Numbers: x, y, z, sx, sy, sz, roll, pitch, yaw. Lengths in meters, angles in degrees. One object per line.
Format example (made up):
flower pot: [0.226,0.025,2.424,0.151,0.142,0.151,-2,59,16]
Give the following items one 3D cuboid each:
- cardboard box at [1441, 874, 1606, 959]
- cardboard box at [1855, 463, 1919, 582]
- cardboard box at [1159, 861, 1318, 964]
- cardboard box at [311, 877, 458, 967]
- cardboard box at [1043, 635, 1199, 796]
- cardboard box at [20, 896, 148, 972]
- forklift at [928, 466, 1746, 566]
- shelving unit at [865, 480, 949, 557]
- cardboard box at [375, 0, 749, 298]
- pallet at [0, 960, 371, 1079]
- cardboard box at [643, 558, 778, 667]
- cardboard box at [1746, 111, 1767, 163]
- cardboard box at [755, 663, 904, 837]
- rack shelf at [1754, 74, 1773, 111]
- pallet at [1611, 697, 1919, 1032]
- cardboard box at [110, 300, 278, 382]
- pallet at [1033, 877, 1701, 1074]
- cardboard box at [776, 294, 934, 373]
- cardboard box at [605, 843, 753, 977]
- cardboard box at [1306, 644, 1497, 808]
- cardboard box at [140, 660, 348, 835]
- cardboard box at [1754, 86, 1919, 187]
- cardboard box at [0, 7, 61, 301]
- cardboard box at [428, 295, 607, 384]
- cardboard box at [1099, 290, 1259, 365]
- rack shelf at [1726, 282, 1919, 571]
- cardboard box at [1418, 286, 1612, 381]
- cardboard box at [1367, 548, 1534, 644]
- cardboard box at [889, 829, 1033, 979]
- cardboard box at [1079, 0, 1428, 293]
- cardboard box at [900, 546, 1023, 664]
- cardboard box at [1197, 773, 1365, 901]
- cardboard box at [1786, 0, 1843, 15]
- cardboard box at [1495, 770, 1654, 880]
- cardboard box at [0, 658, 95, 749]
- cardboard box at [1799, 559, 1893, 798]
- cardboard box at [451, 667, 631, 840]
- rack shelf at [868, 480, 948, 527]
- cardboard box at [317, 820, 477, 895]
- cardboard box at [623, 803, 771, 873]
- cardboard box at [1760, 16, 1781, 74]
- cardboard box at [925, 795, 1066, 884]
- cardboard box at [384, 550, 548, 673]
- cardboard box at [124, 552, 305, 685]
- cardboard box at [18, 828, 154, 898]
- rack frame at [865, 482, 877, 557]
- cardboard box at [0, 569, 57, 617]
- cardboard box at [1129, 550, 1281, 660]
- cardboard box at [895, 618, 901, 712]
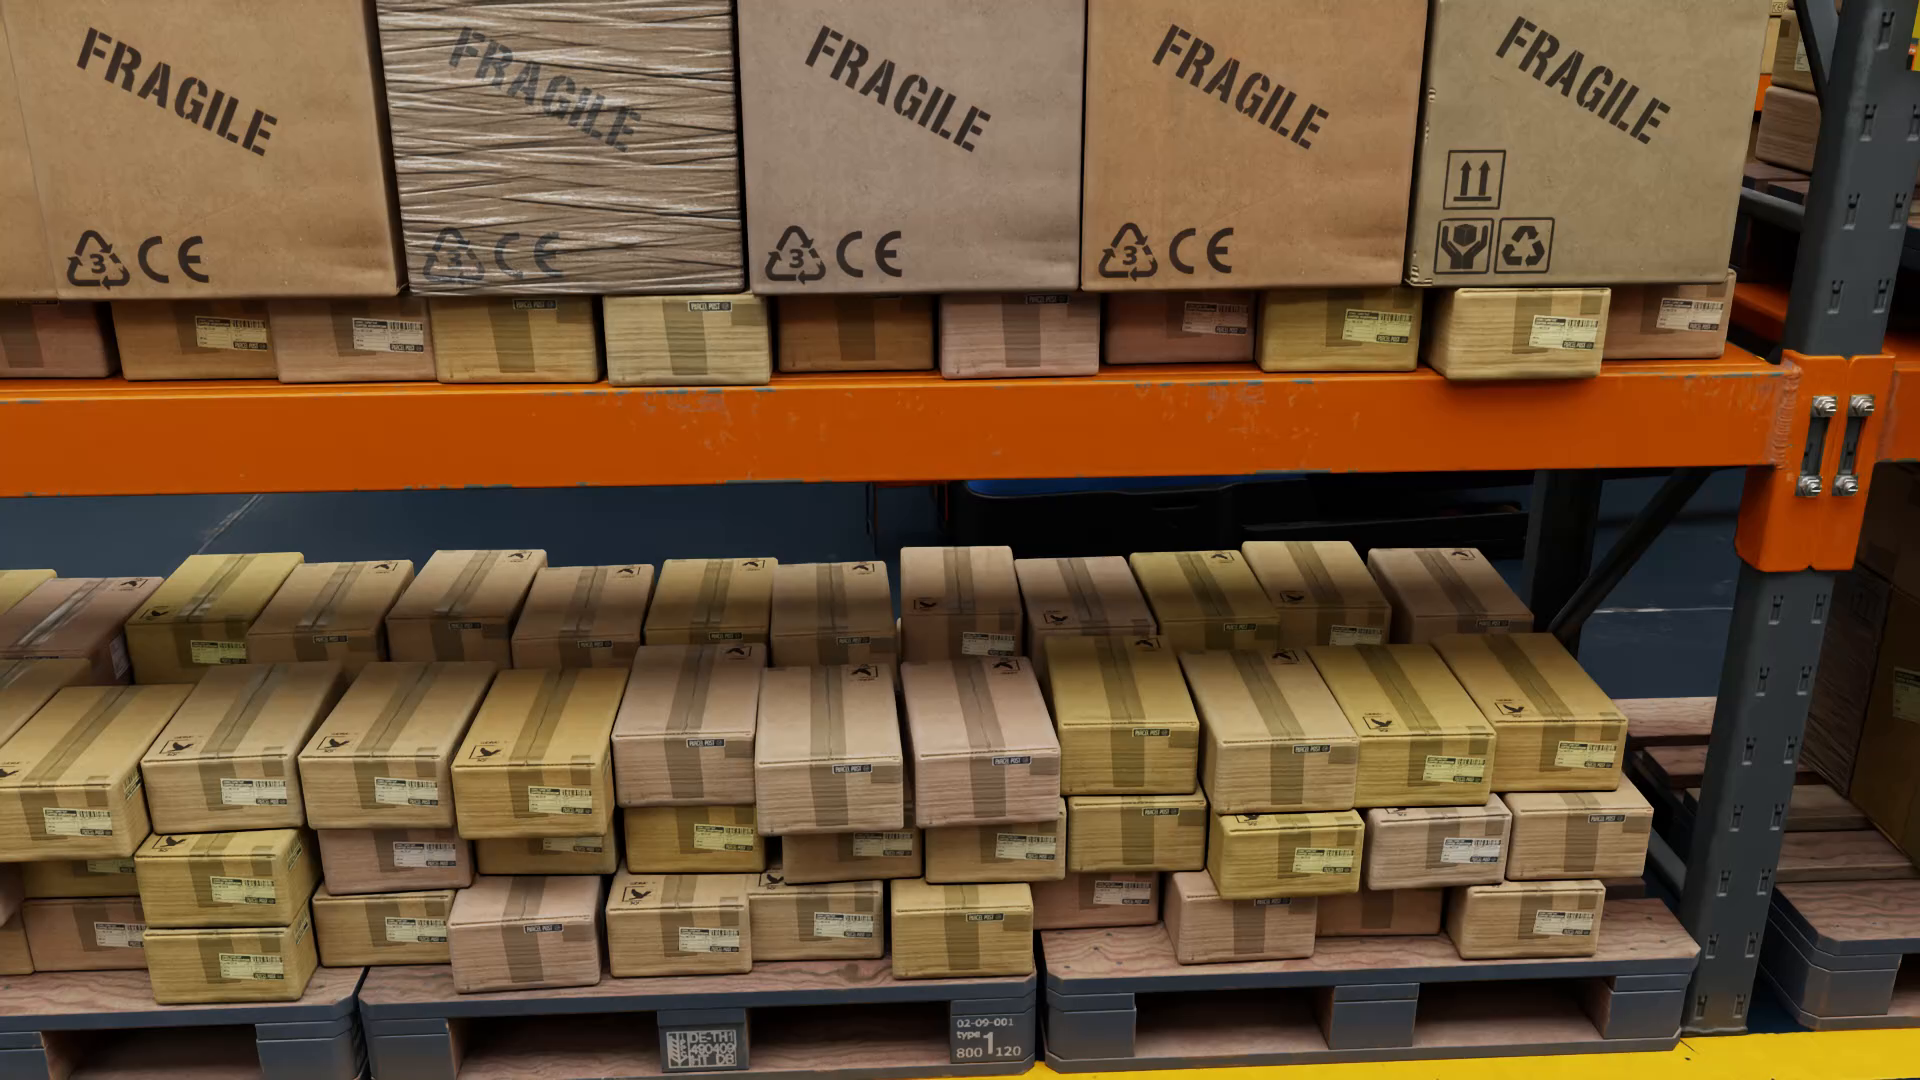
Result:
cardboard box: [1.027,0.627,3.176,0.250,0.149,0.380,-1,21,-2]
cardboard box: [2.128,-0.122,3.595,0.500,0.250,0.500,-2,21,-4]
cardboard box: [0.503,0.630,3.166,0.250,0.149,0.380,-2,21,-5]
cardboard box: [-1.038,0.635,3.155,0.250,0.149,0.380,-1,21,-3]
cardboard box: [0.294,0.324,3.136,0.250,0.149,0.380,0,21,-1]
cardboard box: [-1.549,0.640,3.141,0.250,0.149,0.380,-1,21,-2]
forklift: [1.430,-1.483,5.397,3.031,2.935,1.130,-4,21,-10]
shelving unit: [-0.177,-0.478,5.402,0.252,1.050,0.215,-4,21,-10]
cardboard box: [-0.599,-0.692,2.664,0.500,0.500,0.500,-2,21,-4]
pallet: [-1.705,0.740,3.380,1.213,0.211,1.003,-1,21,-3]
cardboard box: [-0.518,0.176,3.524,0.250,0.149,0.380,-1,21,-3]
cardboard box: [3.424,-1.678,8.209,0.875,0.875,0.875,-1,21,-2]
cardboard box: [-0.239,0.372,3.009,0.250,0.149,0.380,-2,21,-5]
rack shelf: [3.013,-2.099,7.930,4.000,0.370,1.077,-1,21,-3]
pallet: [2.176,0.648,3.621,1.213,0.211,1.003,-1,21,-3]
cardboard box: [-1.206,-0.387,2.775,0.250,0.149,0.380,-1,21,-4]
pallet: [0.731,0.691,3.510,1.213,0.211,1.003,-1,21,-3]
cardboard box: [-0.179,-0.405,2.823,0.250,0.149,0.380,-1,21,-4]
cardboard box: [-0.509,0.646,3.126,0.250,0.149,0.380,-1,21,-3]
cardboard box: [0.806,0.338,3.097,0.250,0.149,0.380,-1,21,-2]
cardboard box: [-1.282,0.368,3.018,0.250,0.149,0.380,-2,21,-6]
cardboard box: [1.784,-0.796,3.258,0.250,0.149,0.380,-2,21,-4]
cardboard box: [-1.597,-0.674,2.617,0.500,0.500,0.500,-1,21,-3]
cardboard box: [-0.698,-0.380,2.756,0.250,0.149,0.380,0,21,-1]
cardboard box: [0.345,-0.423,2.870,0.250,0.149,0.380,-2,21,-5]
rack shelf: [3.396,-0.343,3.317,4.000,0.370,1.077,-1,21,-3]
cardboard box: [0.877,-0.388,2.778,0.250,0.149,0.380,-2,21,-4]
cardboard box: [1.044,0.153,3.584,0.250,0.149,0.380,0,21,-1]
cardboard box: [-0.006,0.648,3.121,0.250,0.149,0.380,-1,21,-3]
cardboard box: [0.414,-0.704,2.696,0.500,0.500,0.500,-2,21,-5]
cardboard box: [-0.002,0.150,3.593,0.250,0.149,0.380,-1,21,-2]
cardboard box: [0.567,0.499,3.092,0.250,0.149,0.380,-2,21,-5]
cardboard box: [1.789,-1.073,3.150,0.250,0.149,0.380,0,21,-1]
cardboard box: [1.103,0.478,3.149,0.250,0.149,0.380,-1,21,-2]
cardboard box: [-1.783,0.362,3.034,0.250,0.149,0.380,-1,21,-2]
cardboard box: [2.124,0.229,3.727,0.500,0.500,0.500,-2,21,-4]
cardboard box: [-0.739,0.377,2.995,0.250,0.149,0.380,-1,21,-2]
rack shelf: [-0.177,-0.209,5.504,0.240,0.259,0.215,-4,21,-10]
cardboard box: [-1.019,0.493,3.110,0.250,0.149,0.380,-2,21,-6]
cardboard box: [-0.480,0.470,3.168,0.250,0.149,0.380,0,21,-1]
cardboard box: [3.506,-2.283,7.613,0.500,0.250,0.500,-1,21,-4]
cardboard box: [0.058,0.482,3.138,0.250,0.149,0.380,-1,21,-2]
cardboard box: [-1.048,0.157,3.573,0.250,0.149,0.380,0,21,-1]
cardboard box: [-1.575,0.165,3.553,0.250,0.149,0.380,-2,21,-4]
cardboard box: [-1.541,0.498,3.095,0.250,0.149,0.380,-1,21,-2]
rack frame: [-0.297,-0.470,5.381,0.008,1.050,0.200,-4,21,-10]
cardboard box: [-2.080,0.200,3.460,0.250,0.149,0.380,-1,21,-2]
cardboard box: [0.515,0.160,3.565,0.250,0.149,0.380,-1,21,-4]
cardboard box: [-0.015,0.309,3.593,0.250,0.149,0.380,0,21,-1]
